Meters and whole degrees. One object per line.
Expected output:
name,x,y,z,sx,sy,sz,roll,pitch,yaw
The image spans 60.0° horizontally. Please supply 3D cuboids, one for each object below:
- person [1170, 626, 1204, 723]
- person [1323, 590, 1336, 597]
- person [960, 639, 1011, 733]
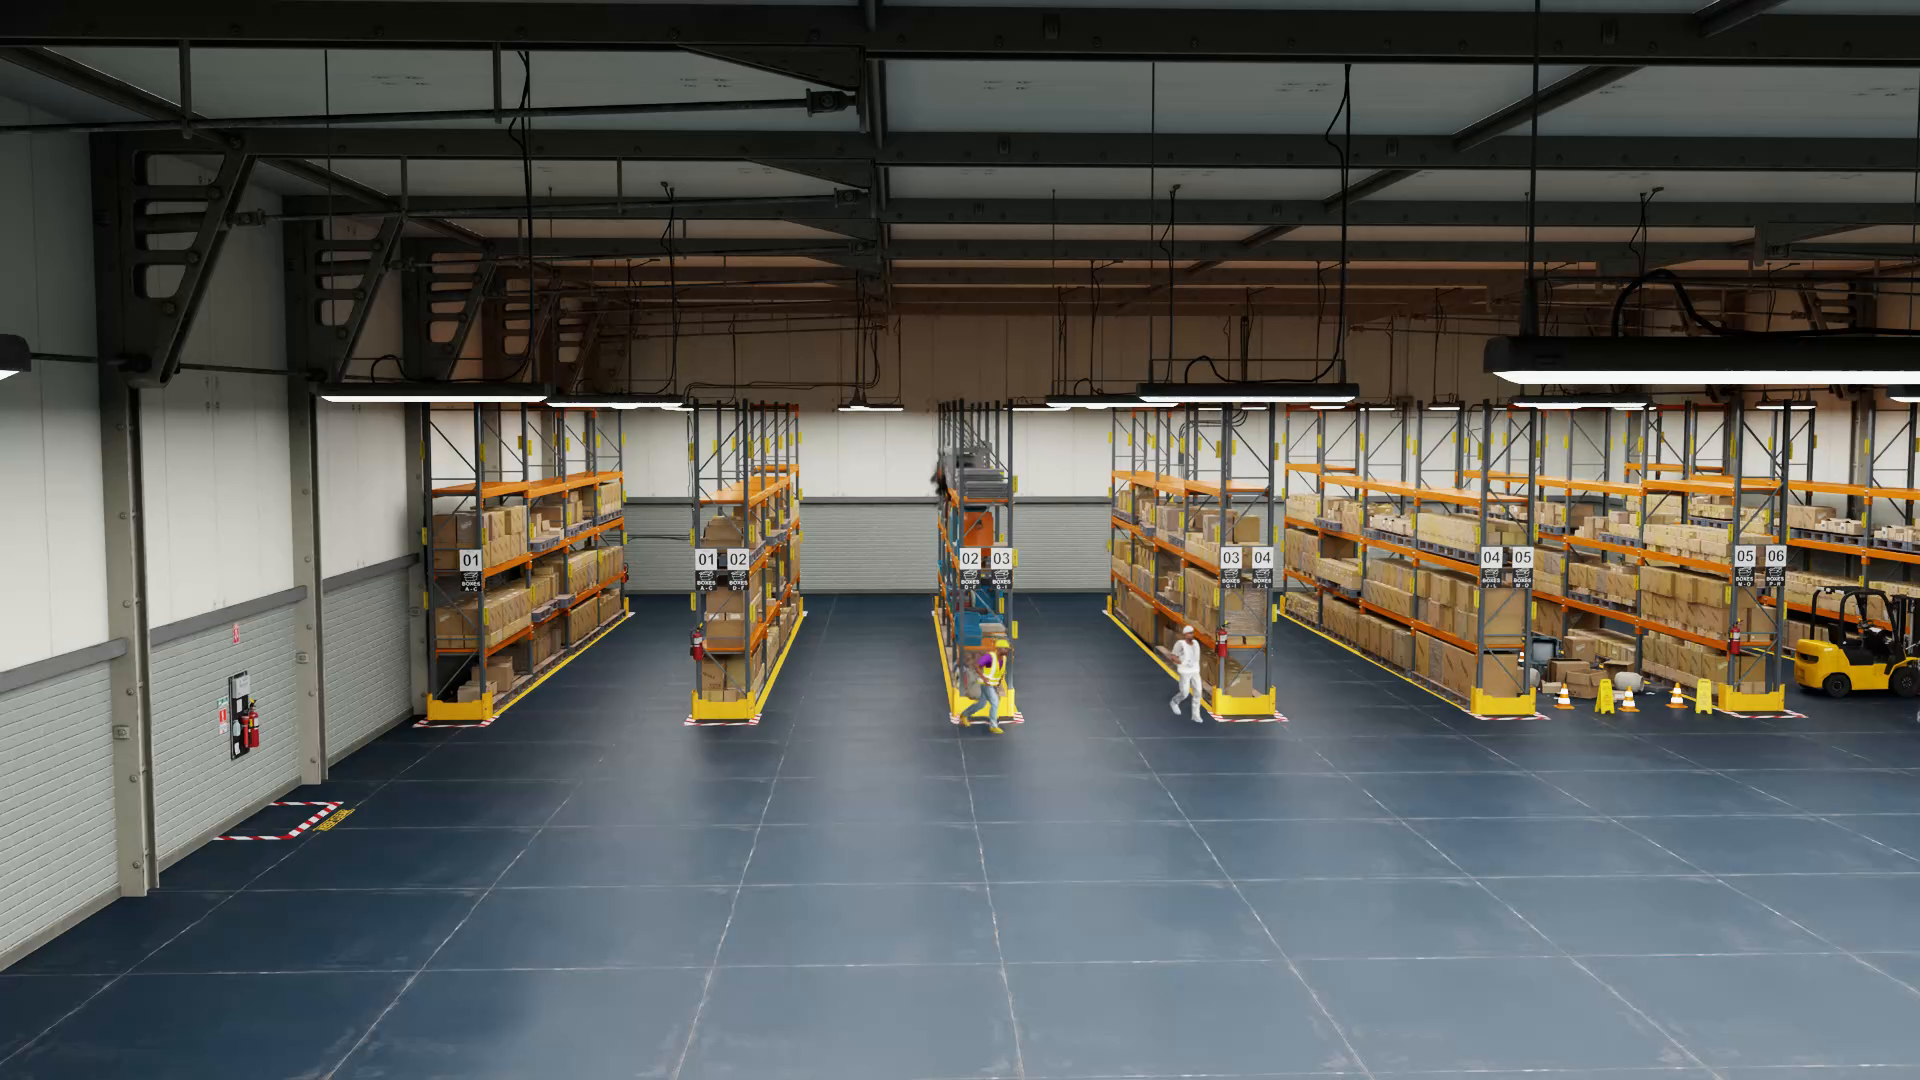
person,4.258,2.481,31.014,0.700,1.768,0.895,-2,5,-27
person,10.810,1.133,49.242,0.805,1.708,0.676,0,4,-2
person,0.461,2.617,30.077,1.007,1.696,0.675,3,5,34
